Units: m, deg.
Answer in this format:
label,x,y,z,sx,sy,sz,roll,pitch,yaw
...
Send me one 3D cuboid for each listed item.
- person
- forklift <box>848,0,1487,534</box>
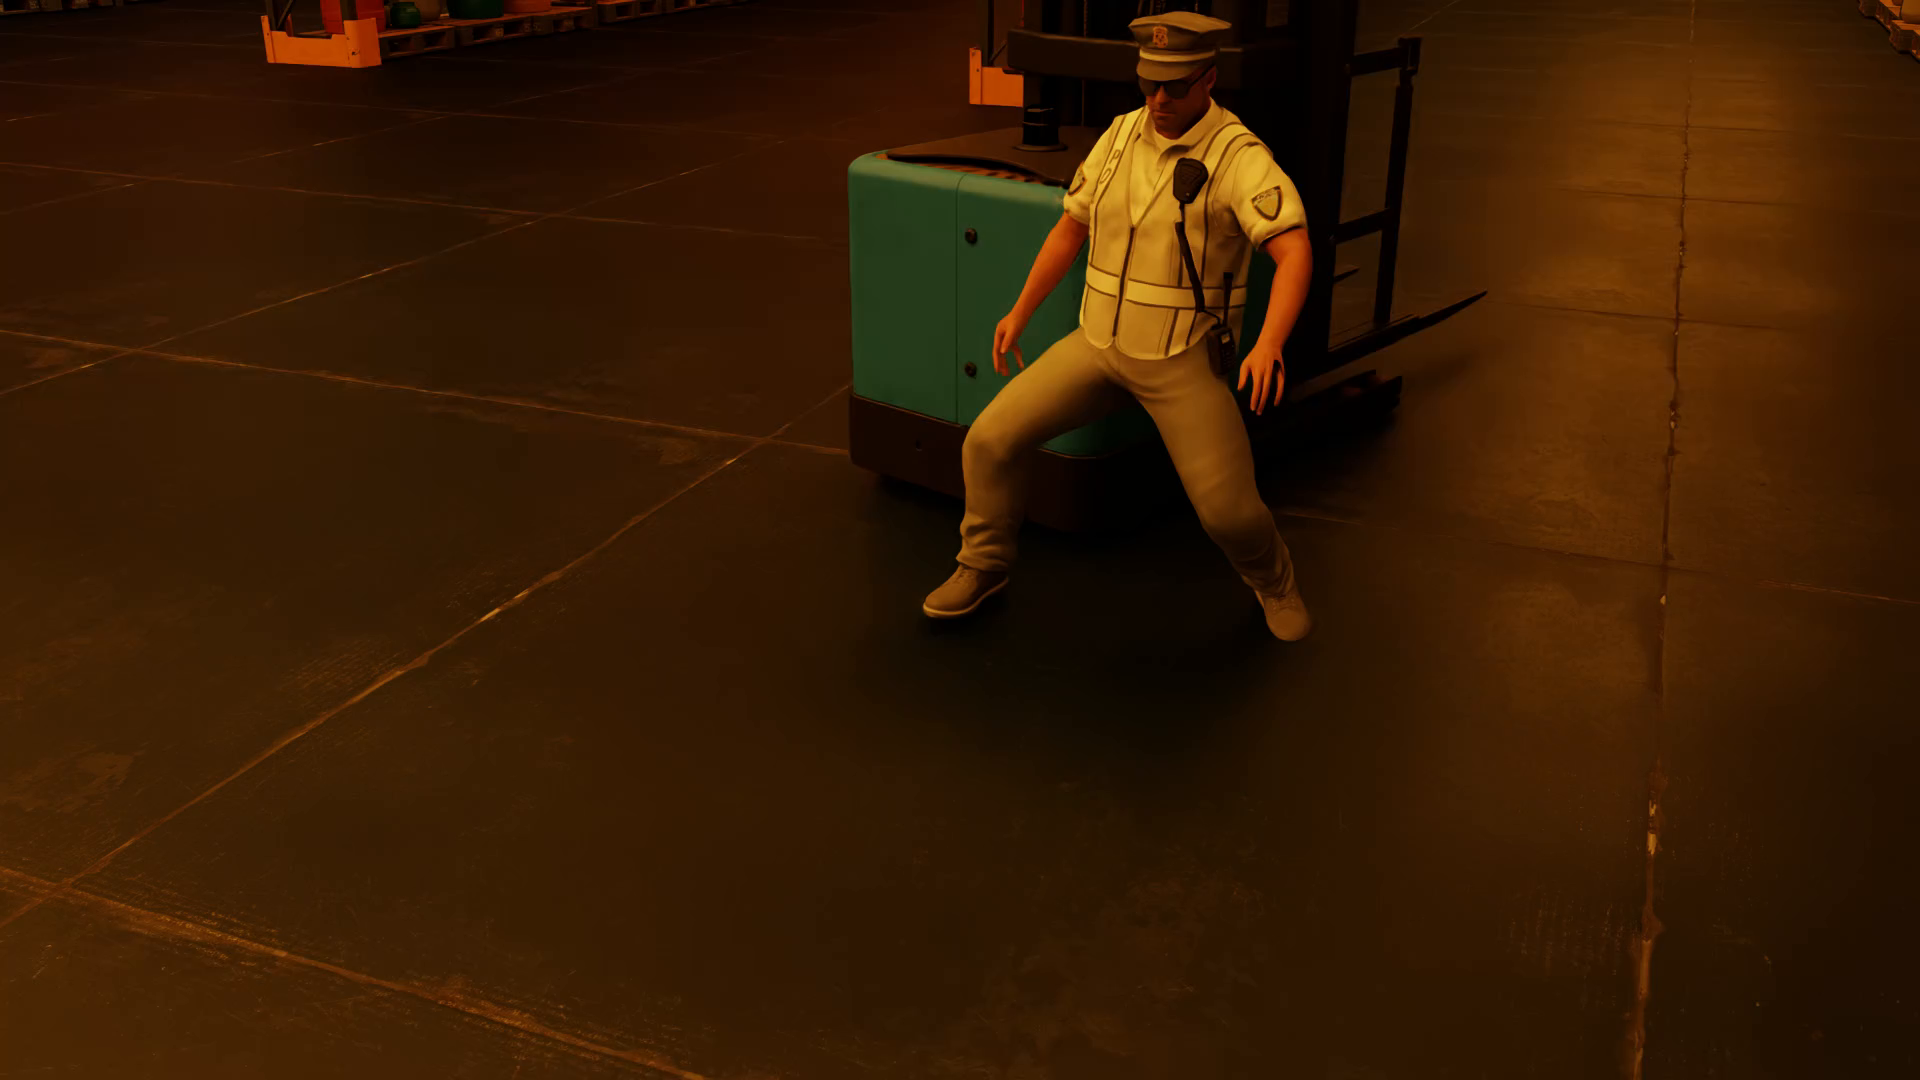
label,x,y,z,sx,sy,sz,roll,pitch,yaw
person,0.492,-0.496,4.253,0.959,1.630,0.816,18,29,36
forklift,0.987,-1.858,5.737,1.130,2.935,3.031,19,29,38
